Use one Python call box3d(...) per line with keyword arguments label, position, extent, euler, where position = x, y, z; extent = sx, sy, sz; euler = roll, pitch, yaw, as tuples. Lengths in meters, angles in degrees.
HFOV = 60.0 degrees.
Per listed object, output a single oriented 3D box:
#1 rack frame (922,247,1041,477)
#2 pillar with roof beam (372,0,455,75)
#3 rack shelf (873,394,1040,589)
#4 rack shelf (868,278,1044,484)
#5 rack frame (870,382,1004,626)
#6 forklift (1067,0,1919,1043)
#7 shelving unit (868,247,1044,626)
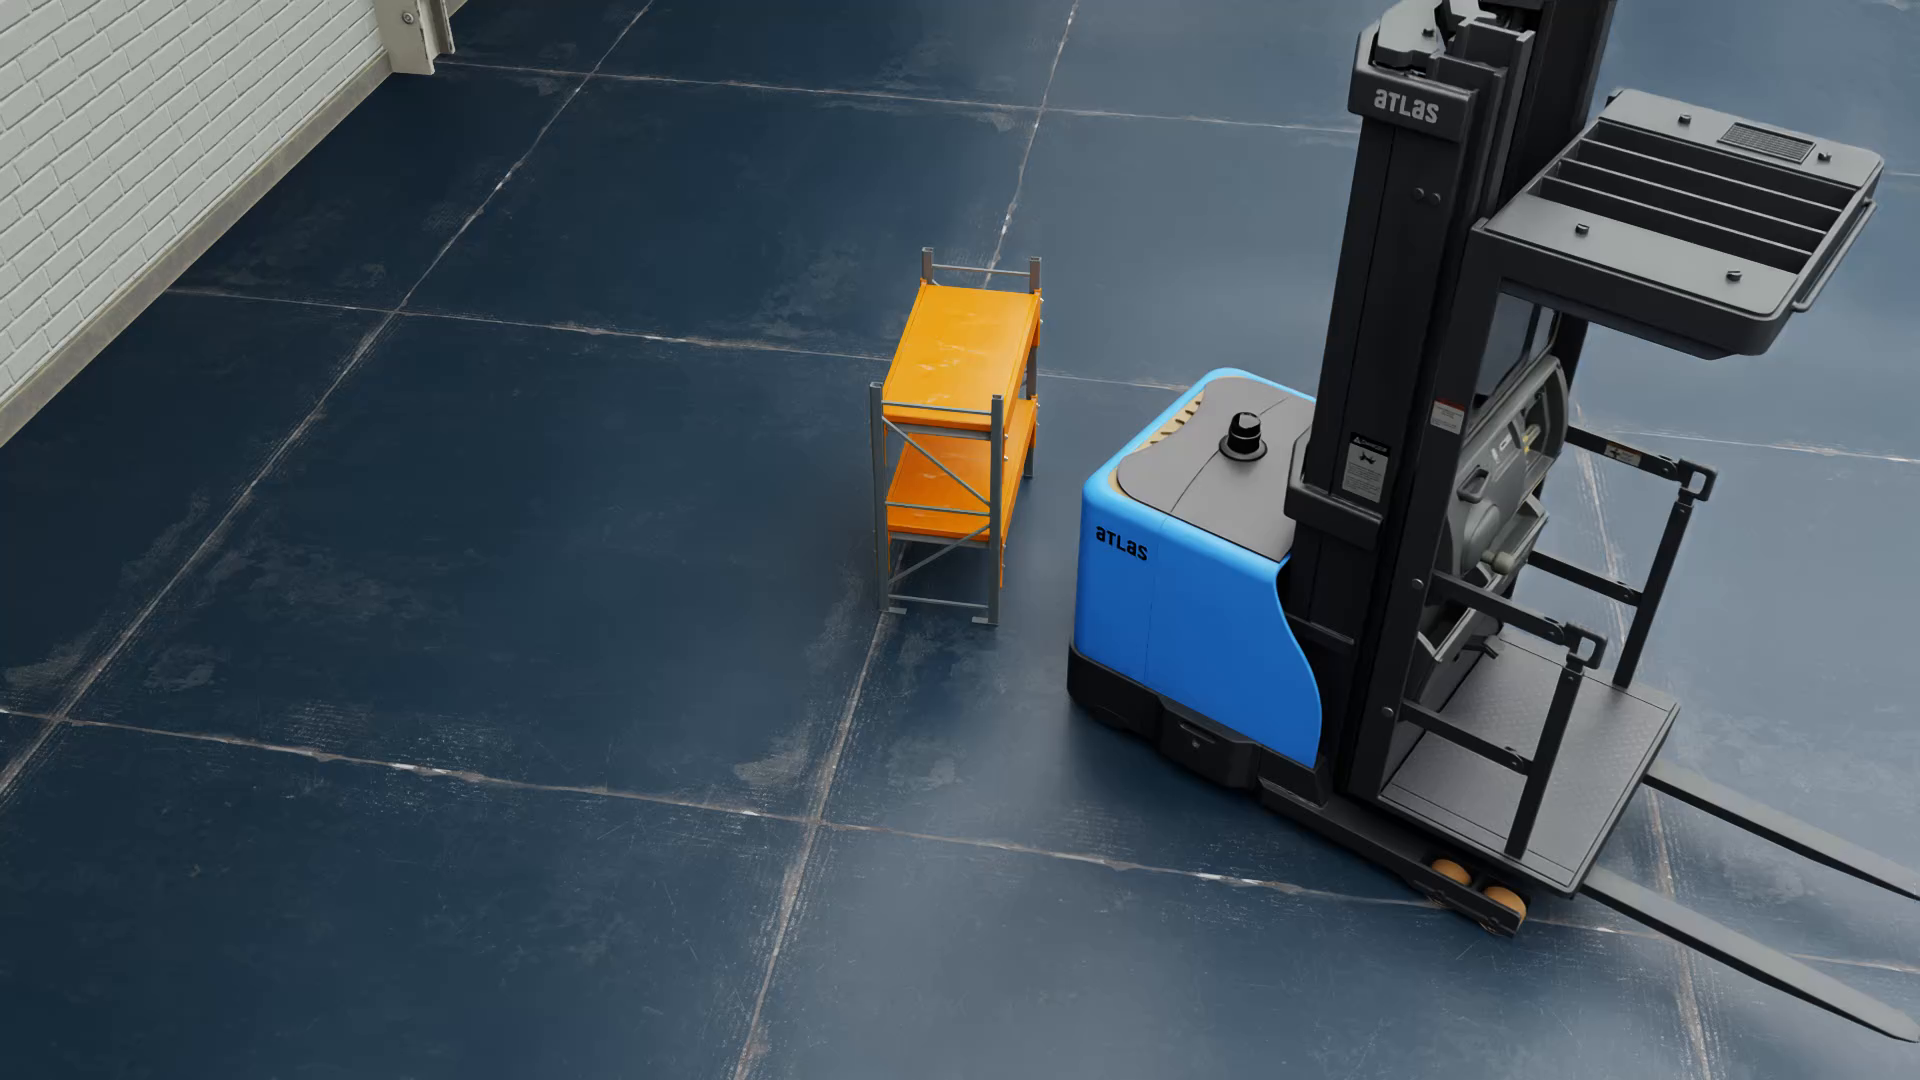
box3d(label="rack frame", position=(0.089, -0.757, 7.283), extent=(0.500, 1.125, 0.032), euler=(6, 40, 8))
box3d(label="pillar with roof beam", position=(0.640, -6.199, 7.686), extent=(9.100, 9.000, 0.400), euler=(6, 40, 8))
box3d(label="rack shelf", position=(0.001, -0.249, 7.053), extent=(0.538, 0.278, 1.000), euler=(6, 40, 8))
box3d(label="rack shelf", position=(0.001, -0.663, 6.710), extent=(0.538, 0.278, 1.000), euler=(6, 40, 8))
box3d(label="rack frame", position=(-0.087, -0.119, 6.511), extent=(0.500, 1.125, 0.032), euler=(6, 40, 8))
box3d(label="forklift", position=(1.898, -0.179, 5.166), extent=(3.031, 2.935, 1.130), euler=(26, 46, 28))
box3d(label="shelving unit", position=(0.001, -0.438, 6.897), extent=(0.538, 1.125, 1.048), euler=(6, 40, 8))
